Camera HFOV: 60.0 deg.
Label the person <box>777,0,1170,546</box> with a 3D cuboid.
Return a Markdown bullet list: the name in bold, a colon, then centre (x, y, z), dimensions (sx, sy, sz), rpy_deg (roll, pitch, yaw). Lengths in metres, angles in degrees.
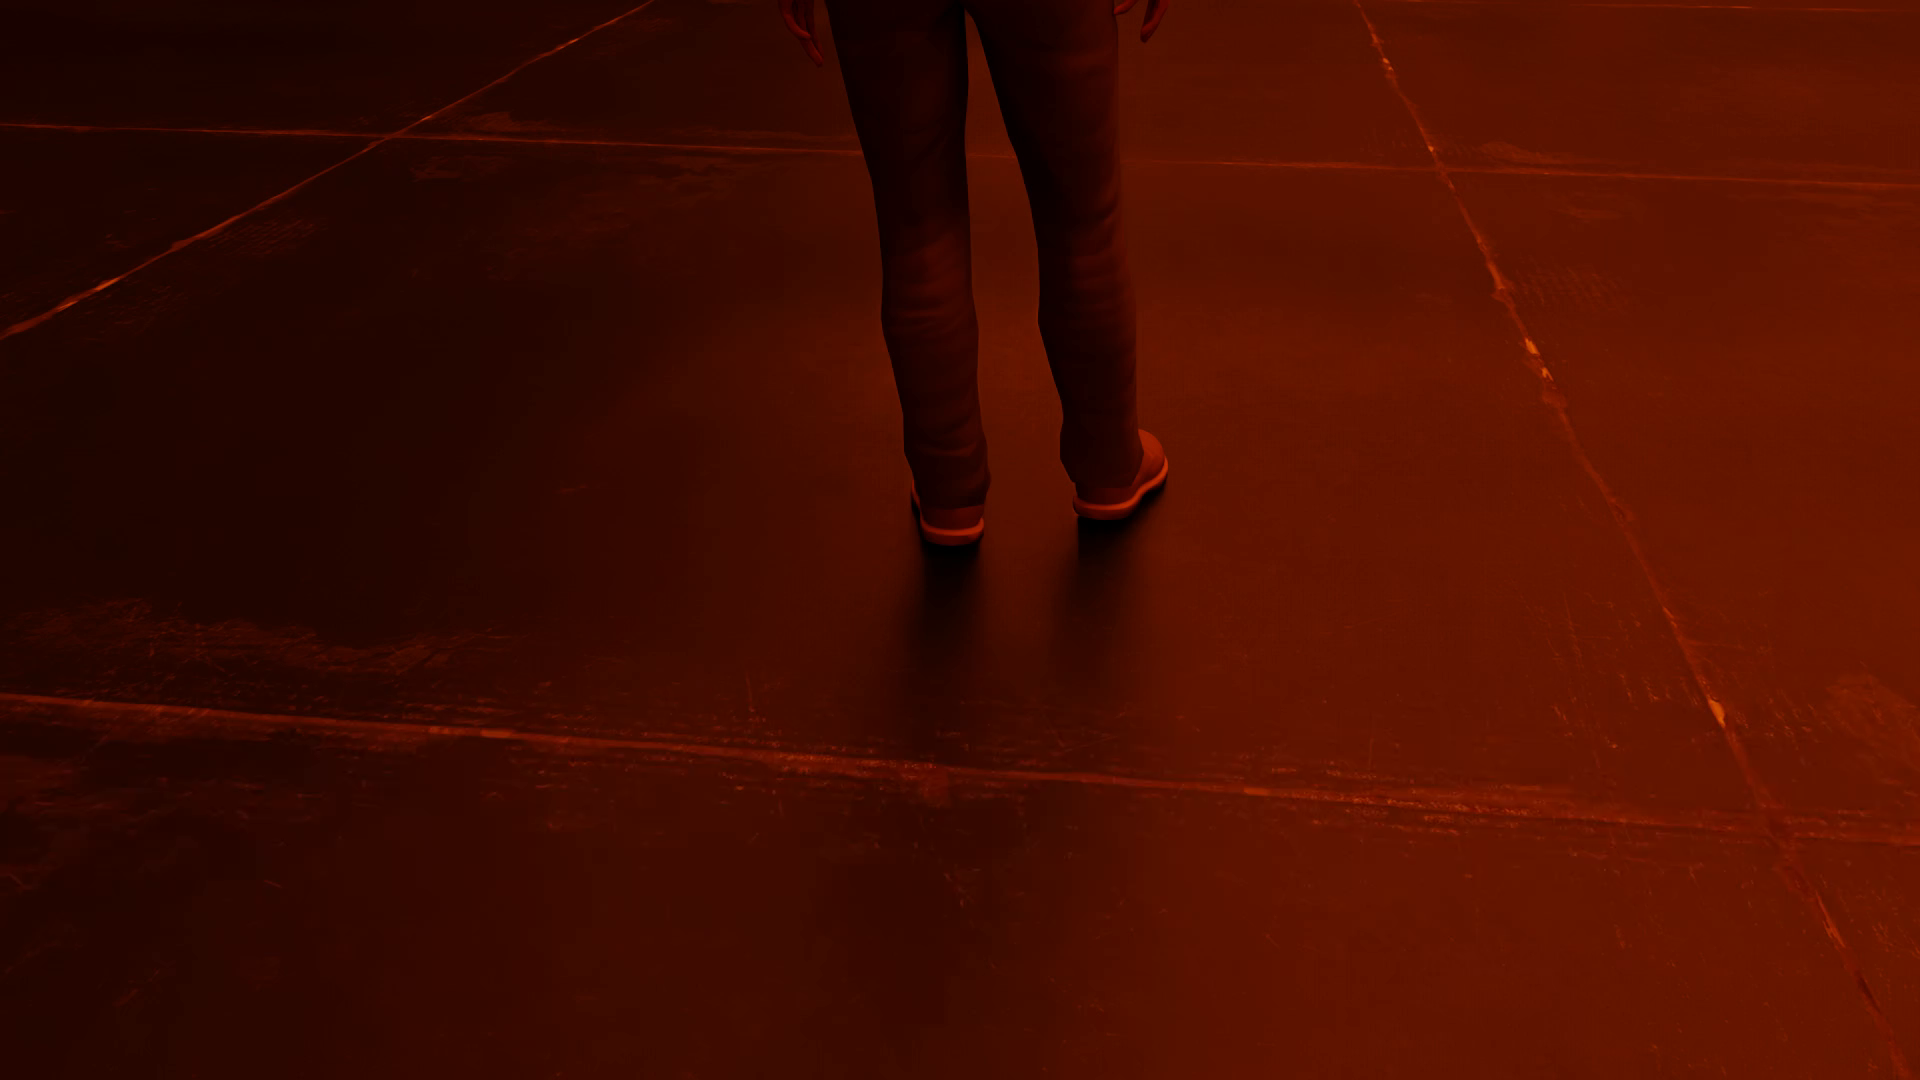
- **person**: centre (0.031, -0.784, 2.203), dimensions (0.569, 1.654, 0.504), rpy_deg (3, 27, 7)
